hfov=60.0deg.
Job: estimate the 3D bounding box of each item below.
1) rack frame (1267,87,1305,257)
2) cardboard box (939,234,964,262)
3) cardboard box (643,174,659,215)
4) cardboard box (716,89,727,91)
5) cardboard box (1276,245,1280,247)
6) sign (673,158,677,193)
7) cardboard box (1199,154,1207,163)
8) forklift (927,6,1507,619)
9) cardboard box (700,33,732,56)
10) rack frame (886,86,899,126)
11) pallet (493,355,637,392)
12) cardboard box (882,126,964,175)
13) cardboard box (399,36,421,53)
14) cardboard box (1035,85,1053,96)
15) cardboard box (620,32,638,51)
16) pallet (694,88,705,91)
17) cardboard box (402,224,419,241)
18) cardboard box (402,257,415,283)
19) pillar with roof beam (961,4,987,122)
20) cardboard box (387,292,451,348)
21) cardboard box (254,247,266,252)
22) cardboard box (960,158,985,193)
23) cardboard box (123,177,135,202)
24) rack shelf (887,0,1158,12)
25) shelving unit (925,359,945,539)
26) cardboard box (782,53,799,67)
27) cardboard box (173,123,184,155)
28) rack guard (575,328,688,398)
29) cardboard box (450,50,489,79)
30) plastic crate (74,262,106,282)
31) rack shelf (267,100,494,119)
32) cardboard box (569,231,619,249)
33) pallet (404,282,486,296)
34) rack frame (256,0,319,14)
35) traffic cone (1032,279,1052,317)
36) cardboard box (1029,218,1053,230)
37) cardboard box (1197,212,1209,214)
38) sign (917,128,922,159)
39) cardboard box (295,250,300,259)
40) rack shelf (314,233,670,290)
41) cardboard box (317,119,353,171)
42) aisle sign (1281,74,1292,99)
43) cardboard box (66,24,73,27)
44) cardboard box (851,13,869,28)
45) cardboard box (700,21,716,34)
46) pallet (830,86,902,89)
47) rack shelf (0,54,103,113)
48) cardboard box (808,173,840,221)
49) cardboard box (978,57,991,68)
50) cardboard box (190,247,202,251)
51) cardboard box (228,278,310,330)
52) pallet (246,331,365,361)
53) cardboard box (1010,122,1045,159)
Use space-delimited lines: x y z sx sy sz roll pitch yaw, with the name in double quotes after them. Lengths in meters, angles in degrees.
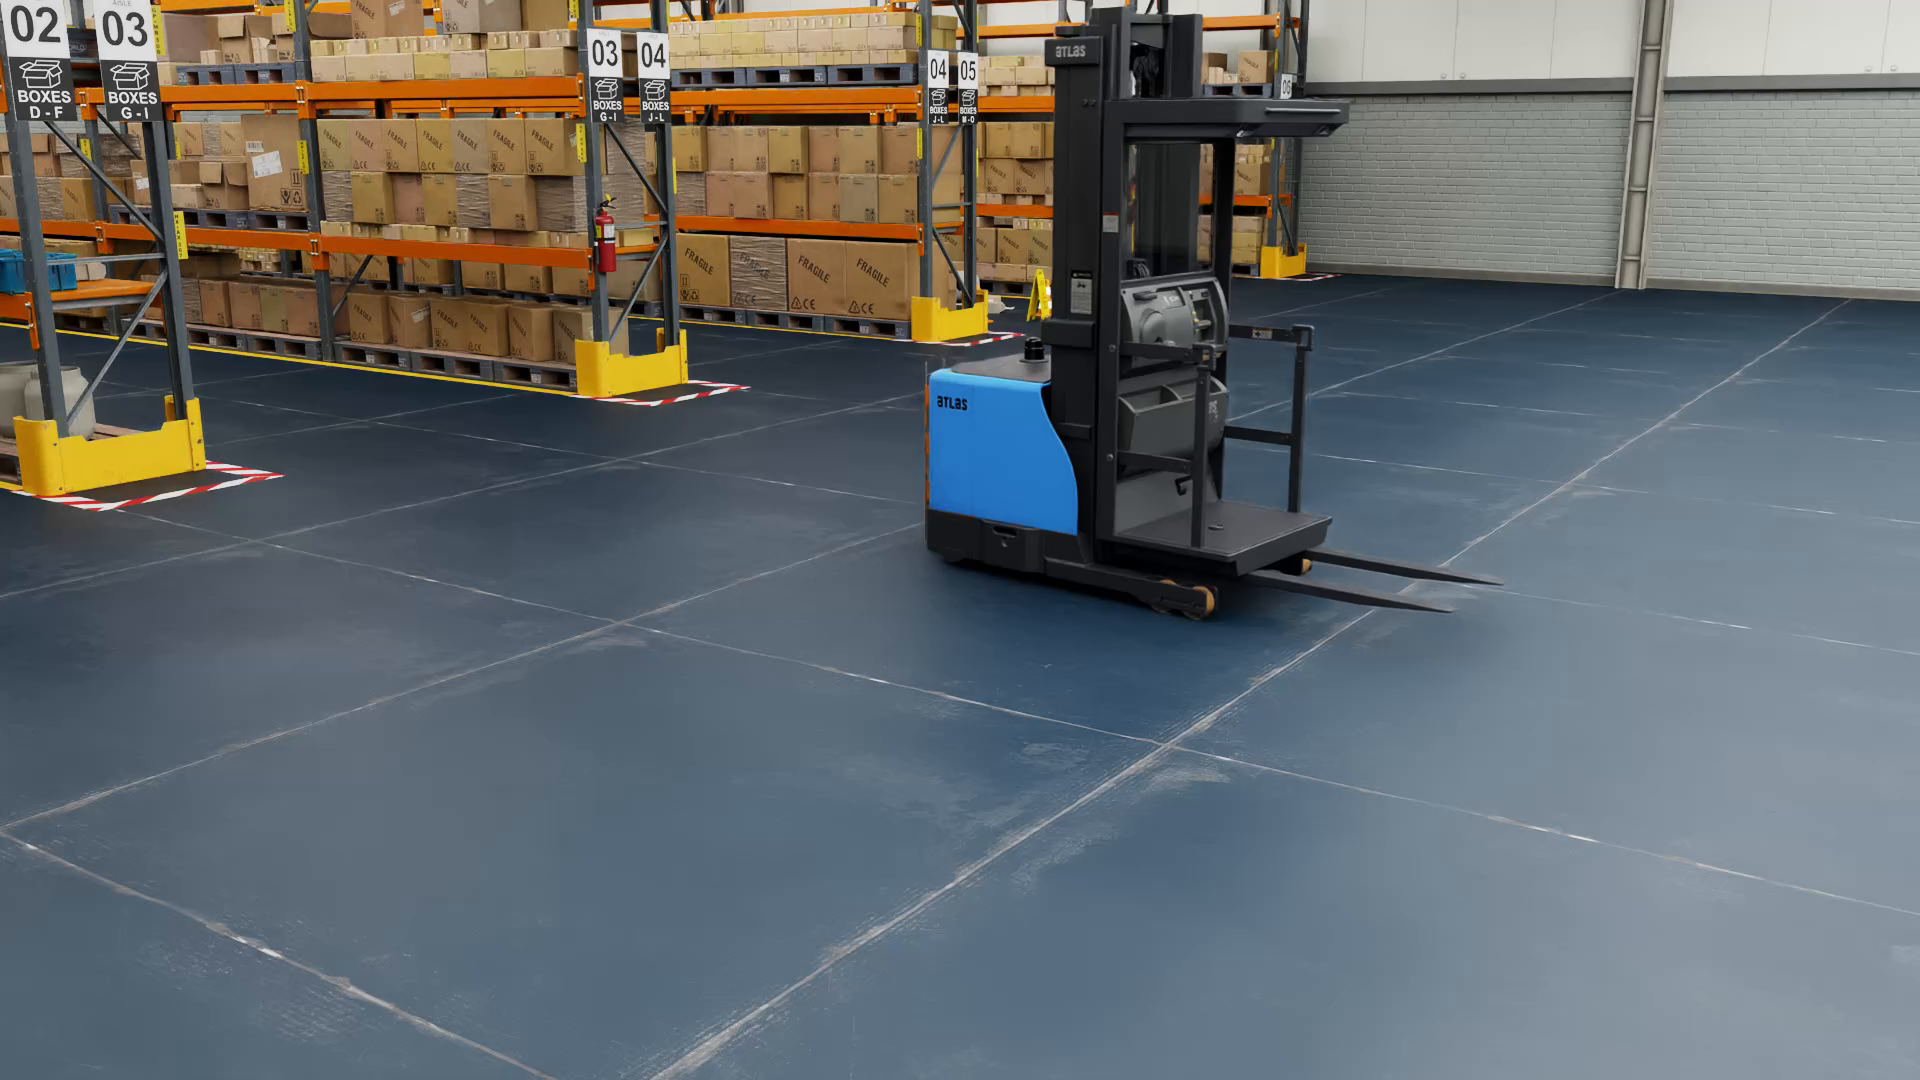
5.314 -5.831 27.136 0.127 3.000 1.000 9 17 33 "rack frame"
0.017 -4.408 24.675 0.500 0.500 0.500 10 17 35 "cardboard box"
-4.034 -4.442 21.317 0.500 0.500 0.500 9 17 32 "cardboard box"
-3.713 -7.194 26.680 0.258 0.266 0.396 9 17 33 "cardboard box"
5.015 -4.805 27.840 0.500 0.250 0.500 9 17 33 "cardboard box"
-2.682 -3.393 15.487 0.005 0.325 0.100 9 17 33 "sign"
4.013 -6.322 27.563 0.250 0.149 0.380 9 16 31 "cardboard box"
1.276 -1.172 8.459 3.031 2.935 1.130 11 18 38 "forklift"
-2.782 -5.968 20.058 0.500 0.250 0.500 9 17 32 "cardboard box"
-0.773 -5.377 25.303 0.127 3.000 1.000 9 17 33 "rack frame"
-3.702 -1.637 15.999 1.213 0.211 1.003 9 17 33 "pallet"
-0.419 -4.495 19.179 0.550 0.550 0.875 9 17 33 "cardboard box"
-5.103 -4.706 15.830 0.250 0.149 0.380 9 16 32 "cardboard box"
1.262 -6.307 23.341 0.250 0.149 0.380 9 17 32 "cardboard box"
-3.084 -4.525 15.099 0.250 0.149 0.380 9 17 32 "cardboard box"
-4.656 -7.354 27.438 1.003 0.211 1.213 10 17 35 "pallet"
-5.242 -3.028 16.335 0.250 0.149 0.380 9 17 33 "cardboard box"
-7.891 -4.010 24.108 0.500 0.500 0.500 10 17 35 "cardboard box"
-2.142 -8.962 27.301 0.400 9.000 9.100 9 17 33 "pillar with roof beam"
-5.514 -2.255 17.018 0.500 0.500 0.500 -11 17 -36 "cardboard box"
-10.764 -4.581 25.905 0.250 0.149 0.380 9 17 33 "cardboard box"
0.276 -5.323 24.257 0.500 0.500 0.500 9 17 32 "cardboard box"
-9.874 -4.106 19.958 0.500 0.500 0.500 10 17 34 "cardboard box"
0.887 -7.670 23.585 4.000 0.370 1.077 9 17 33 "rack shelf"
-0.044 -0.517 9.726 0.252 1.050 0.215 9 17 33 "shelving unit"
-1.863 -5.608 19.435 0.250 0.149 0.380 9 17 33 "cardboard box"
-12.343 -6.411 26.569 0.500 0.500 0.500 9 16 32 "cardboard box"
-3.047 -1.662 15.495 0.348 0.500 1.175 9 17 33 "rack guard"
-4.363 -4.399 15.421 0.500 0.250 0.500 10 17 34 "cardboard box"
-6.312 -1.933 11.940 0.250 0.136 0.298 9 17 33 "plastic crate"
-8.430 -6.288 24.238 4.000 0.370 1.077 9 17 33 "rack shelf"
-3.336 -2.740 15.172 0.250 0.149 0.380 9 17 33 "cardboard box"
-7.418 -3.665 24.188 1.213 0.211 1.003 9 17 33 "pallet"
-10.090 -8.362 24.874 0.127 3.000 1.000 9 17 33 "rack frame"
1.132 -3.143 21.557 0.334 0.463 0.336 9 17 33 "traffic cone"
1.187 -4.514 23.755 0.250 0.149 0.380 10 17 34 "cardboard box"
4.195 -5.423 28.256 0.500 0.250 0.500 9 17 32 "cardboard box"
-0.447 -4.411 18.497 0.005 0.325 0.100 9 17 33 "sign"
-10.472 -4.542 26.371 0.250 0.149 0.380 9 17 33 "cardboard box"
-4.644 -2.784 16.324 4.000 0.370 1.077 9 17 33 "rack shelf"
-6.072 -3.969 16.704 0.500 0.500 0.500 9 17 33 "cardboard box"
5.204 -7.026 26.552 0.004 0.787 0.394 9 17 33 "aisle sign"
-10.169 -5.715 19.337 0.637 0.503 0.797 10 17 36 "cardboard box"
-1.020 -5.860 18.790 0.250 0.149 0.380 10 17 34 "cardboard box"
-2.917 -6.166 20.027 0.250 0.149 0.380 9 17 32 "cardboard box"
-1.225 -6.846 25.385 1.003 0.211 1.213 9 17 33 "pallet"
-7.408 -3.252 11.974 4.000 0.370 1.077 9 17 33 "rack shelf"
-1.329 -4.123 19.926 0.550 0.550 0.875 9 17 33 "cardboard box"
0.418 -6.827 23.782 0.250 0.149 0.380 9 16 32 "cardboard box"
-12.243 -4.693 26.979 0.250 0.149 0.380 8 16 30 "cardboard box"
-7.651 -2.631 18.495 0.500 0.500 0.700 8 16 28 "cardboard box"
-6.950 -2.152 18.077 1.213 0.211 1.003 9 17 33 "pallet"
1.104 -5.661 23.543 0.500 0.500 0.700 9 16 32 "cardboard box"
